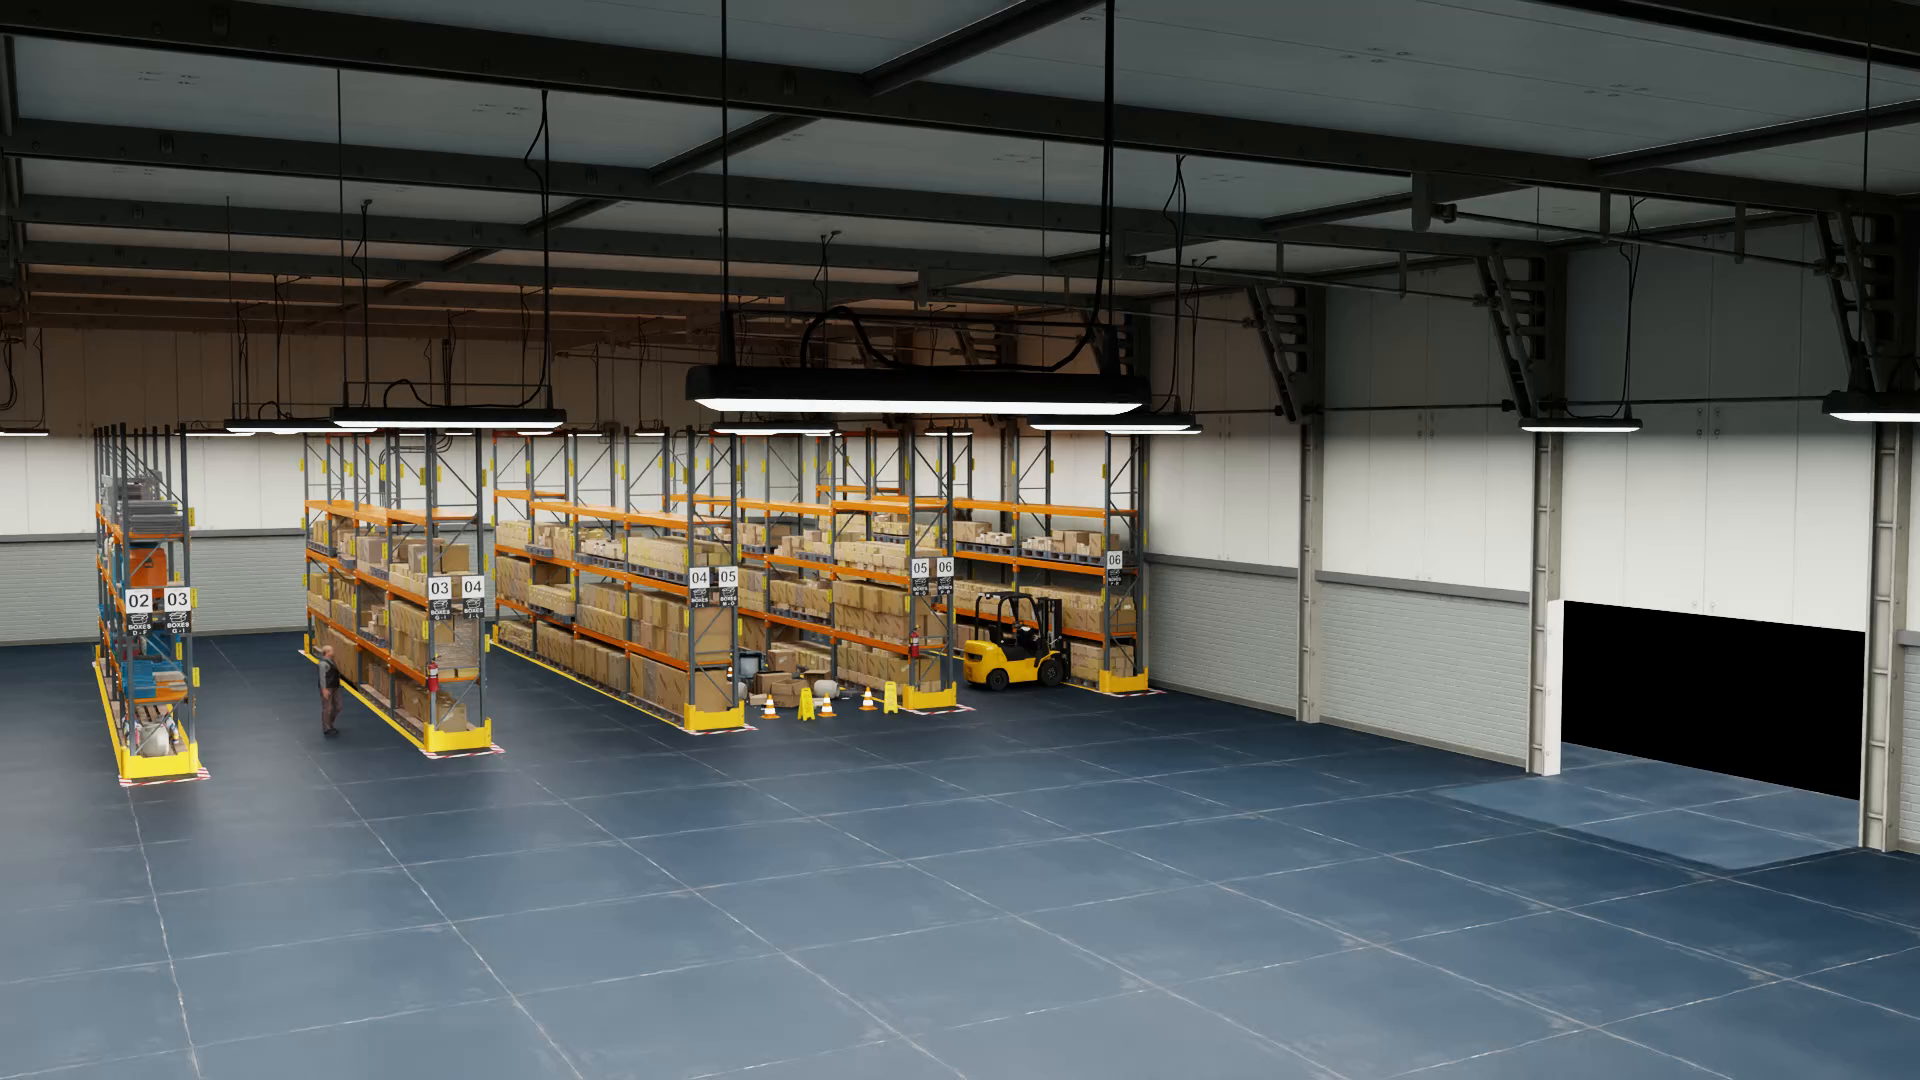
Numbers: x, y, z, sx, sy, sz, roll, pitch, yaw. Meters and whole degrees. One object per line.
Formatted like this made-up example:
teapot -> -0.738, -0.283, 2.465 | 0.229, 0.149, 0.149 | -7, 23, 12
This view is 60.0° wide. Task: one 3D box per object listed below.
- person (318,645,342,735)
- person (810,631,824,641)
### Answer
person -> -12.286, 2.912, 32.347 | 0.474, 1.736, 0.599 | 1, 3, 9
person -> -3.850, 1.923, 44.884 | 0.456, 1.602, 0.356 | 3, 5, 41
